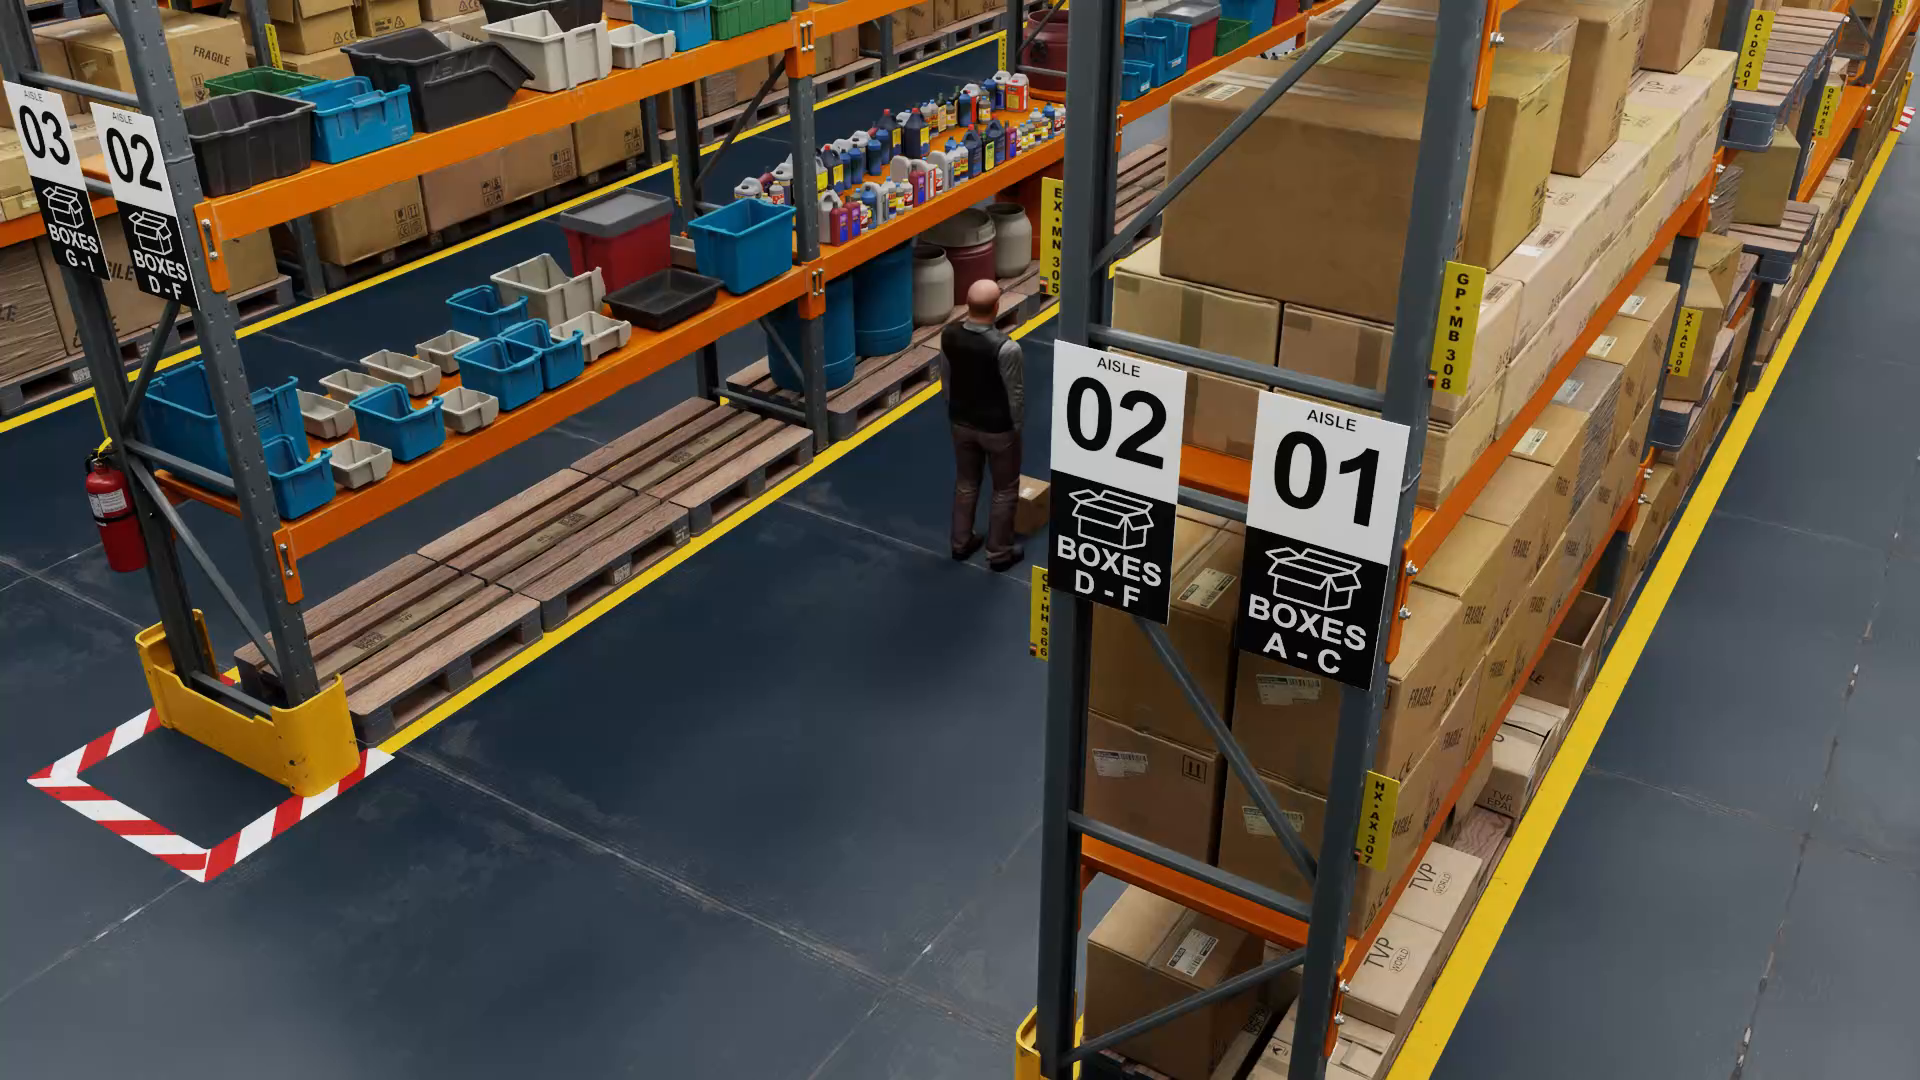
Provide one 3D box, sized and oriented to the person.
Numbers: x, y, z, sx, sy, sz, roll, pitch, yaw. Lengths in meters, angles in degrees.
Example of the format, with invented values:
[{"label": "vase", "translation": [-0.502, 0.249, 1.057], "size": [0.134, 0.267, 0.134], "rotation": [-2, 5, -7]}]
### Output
[{"label": "person", "translation": [0.130, -0.647, 9.338], "size": [0.534, 1.717, 0.356], "rotation": [18, 35, 28]}]
